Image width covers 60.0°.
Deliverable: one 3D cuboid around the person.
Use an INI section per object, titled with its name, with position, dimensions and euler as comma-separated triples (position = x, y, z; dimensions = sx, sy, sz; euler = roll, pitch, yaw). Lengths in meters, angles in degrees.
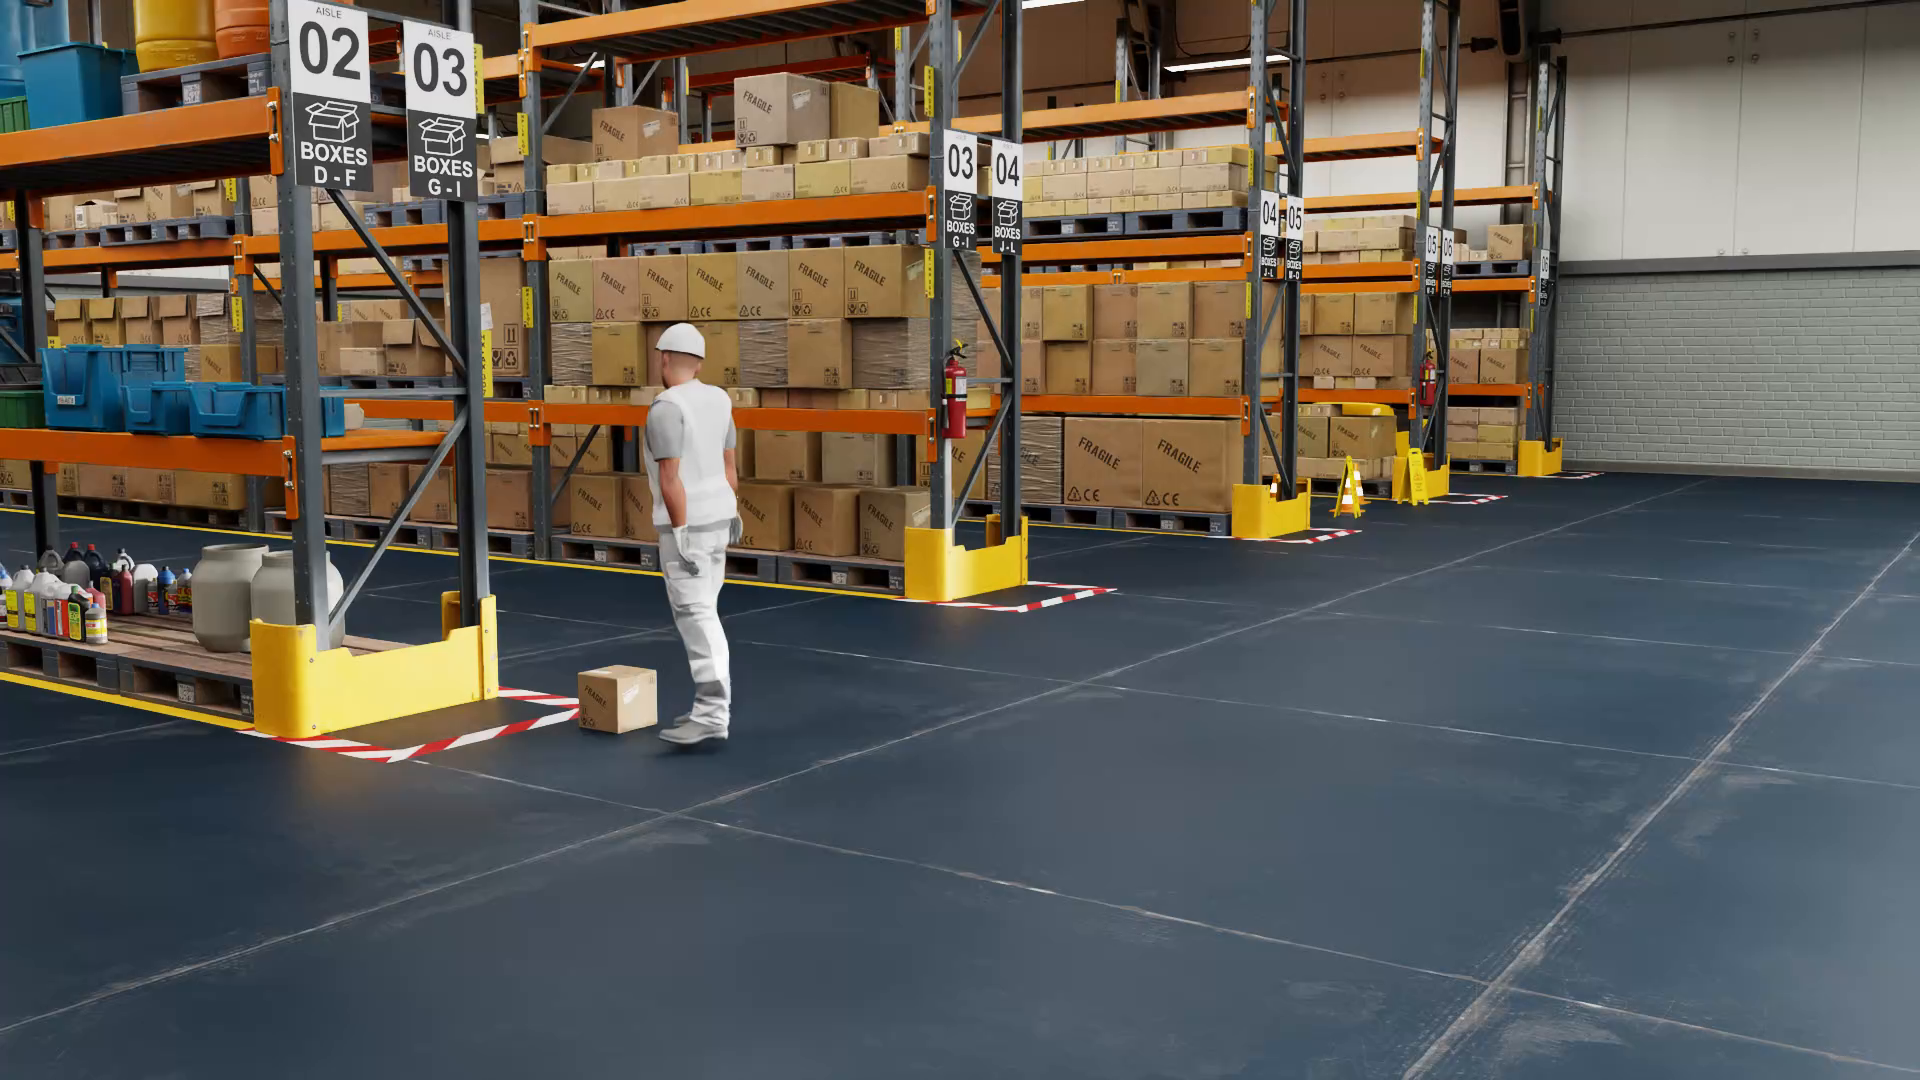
[person]
position = -1.145, -0.032, 7.261
dimensions = 0.427, 1.815, 0.703
euler = 2, 7, 21
